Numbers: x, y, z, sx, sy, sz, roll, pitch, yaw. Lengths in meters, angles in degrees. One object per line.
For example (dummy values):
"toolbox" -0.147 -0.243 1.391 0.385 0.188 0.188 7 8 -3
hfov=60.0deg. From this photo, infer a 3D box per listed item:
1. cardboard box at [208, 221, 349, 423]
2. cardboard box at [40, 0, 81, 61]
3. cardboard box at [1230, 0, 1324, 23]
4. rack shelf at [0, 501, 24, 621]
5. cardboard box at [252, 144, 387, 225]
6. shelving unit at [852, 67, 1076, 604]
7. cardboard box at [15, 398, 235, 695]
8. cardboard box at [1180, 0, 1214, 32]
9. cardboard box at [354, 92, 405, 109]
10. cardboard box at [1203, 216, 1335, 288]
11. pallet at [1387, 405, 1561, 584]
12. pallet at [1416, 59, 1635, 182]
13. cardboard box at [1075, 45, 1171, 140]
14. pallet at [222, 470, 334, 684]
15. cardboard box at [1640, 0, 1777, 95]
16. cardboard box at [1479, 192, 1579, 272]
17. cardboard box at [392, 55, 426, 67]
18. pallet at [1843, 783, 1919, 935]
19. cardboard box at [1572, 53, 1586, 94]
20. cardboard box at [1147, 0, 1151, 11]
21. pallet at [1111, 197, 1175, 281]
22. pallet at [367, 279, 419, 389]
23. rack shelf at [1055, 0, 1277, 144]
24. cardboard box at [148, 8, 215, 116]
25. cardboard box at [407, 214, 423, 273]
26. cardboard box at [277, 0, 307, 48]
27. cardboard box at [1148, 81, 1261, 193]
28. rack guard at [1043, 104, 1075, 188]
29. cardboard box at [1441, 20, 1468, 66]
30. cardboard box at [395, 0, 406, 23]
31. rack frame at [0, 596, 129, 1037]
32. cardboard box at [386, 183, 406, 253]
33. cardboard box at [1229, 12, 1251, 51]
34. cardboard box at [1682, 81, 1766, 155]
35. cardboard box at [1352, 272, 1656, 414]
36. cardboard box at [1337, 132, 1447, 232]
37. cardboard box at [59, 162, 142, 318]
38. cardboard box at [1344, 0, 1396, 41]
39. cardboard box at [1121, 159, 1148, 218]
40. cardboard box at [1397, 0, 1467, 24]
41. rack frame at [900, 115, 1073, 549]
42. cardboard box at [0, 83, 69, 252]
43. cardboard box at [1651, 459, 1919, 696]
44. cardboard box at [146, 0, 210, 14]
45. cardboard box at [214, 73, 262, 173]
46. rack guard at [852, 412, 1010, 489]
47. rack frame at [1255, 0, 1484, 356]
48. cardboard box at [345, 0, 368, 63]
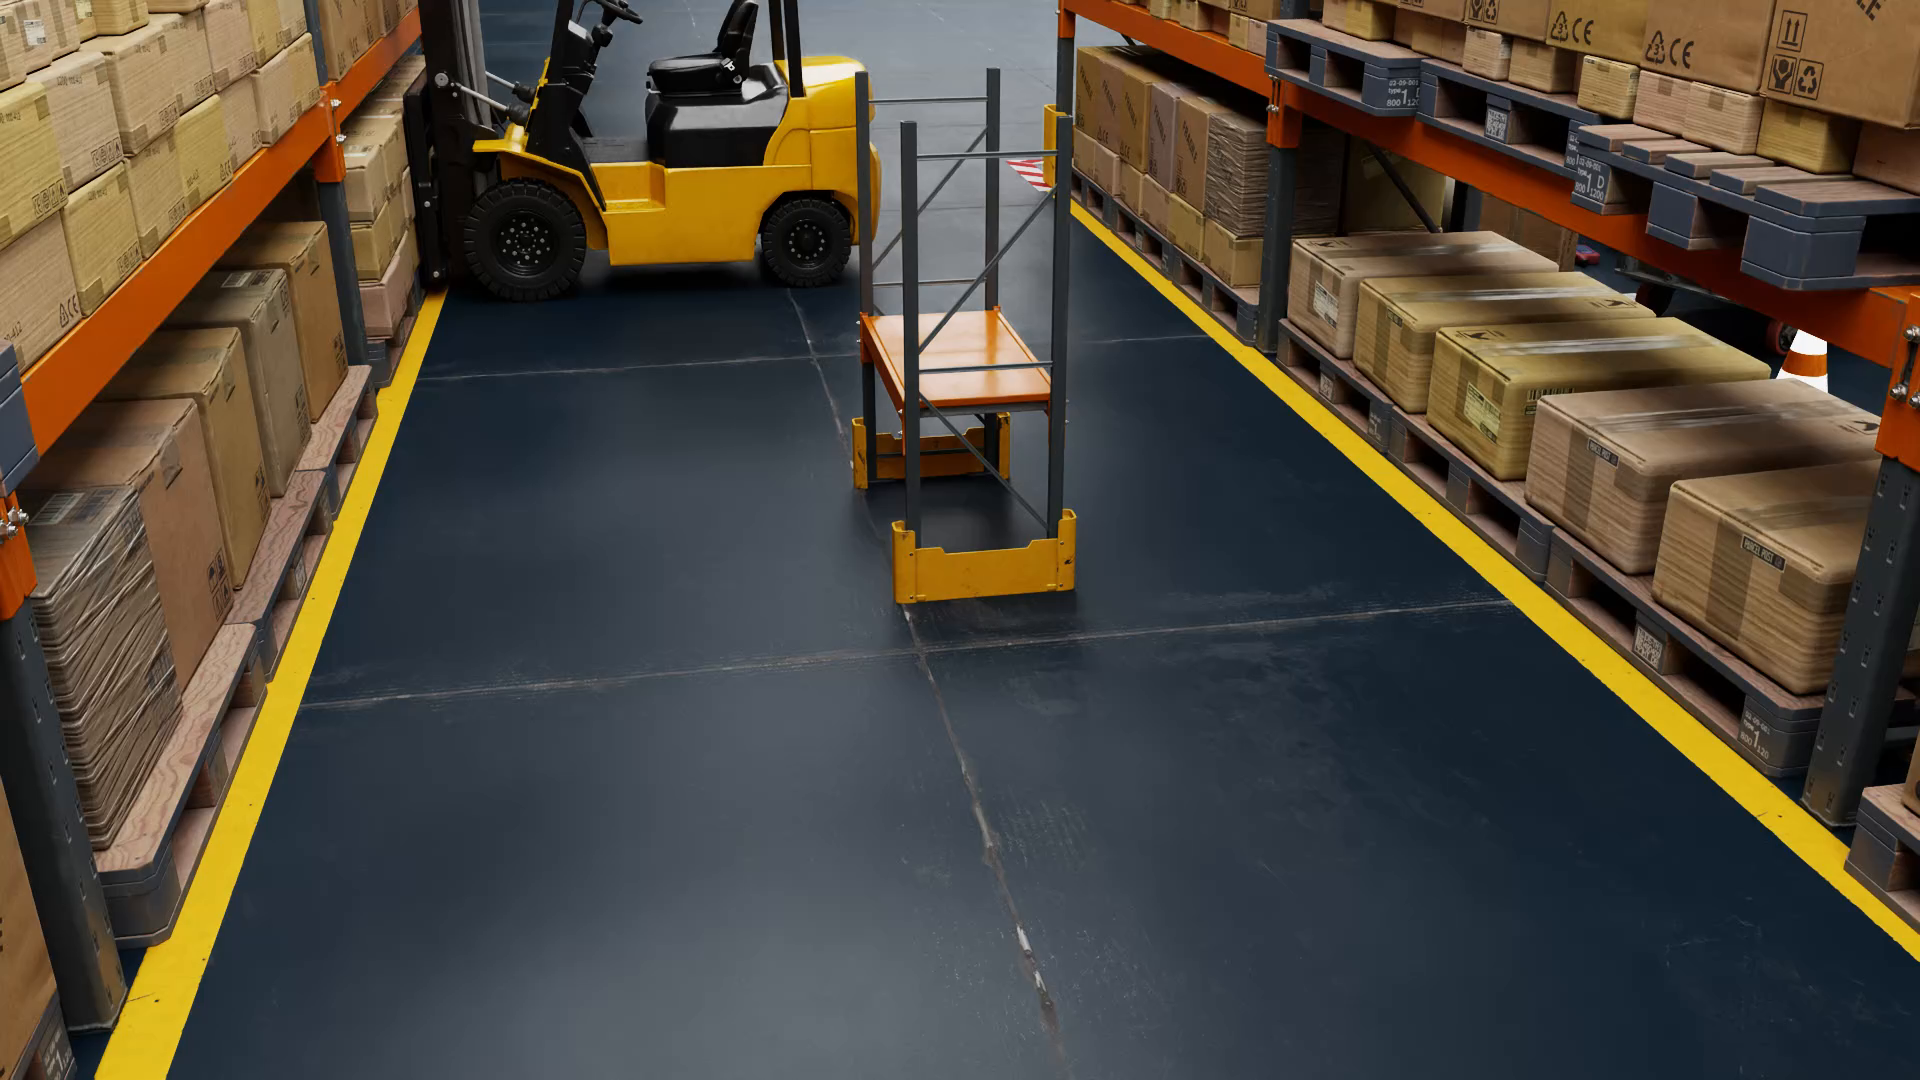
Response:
"cardboard box" -2.881 -0.821 6.325 0.875 0.625 0.625 -3 24 -7
"cardboard box" -2.202 -1.144 3.687 0.380 0.149 0.250 -4 24 -9
"cardboard box" 1.562 -2.629 7.524 0.500 0.500 0.500 -5 24 -11
"rack shelf" -1.879 0.768 1.142 1.077 0.370 4.000 -4 24 -10
"cardboard box" -2.770 -1.525 7.156 0.500 0.250 0.500 -5 24 -11
"shelving unit" -0.014 -0.717 5.518 0.587 1.500 1.083 -4 24 -10
"cardboard box" -2.479 0.045 4.341 0.875 0.625 0.625 -4 24 -8
"cardboard box" 1.339 -2.678 8.449 0.380 0.149 0.250 -5 24 -11
"cardboard box" -3.047 -2.129 8.539 0.500 0.250 0.500 -5 24 -11
"cardboard box" 1.515 -1.435 8.199 0.500 0.250 0.500 -3 24 -7
"pallet" 2.263 -0.225 6.002 1.003 0.211 1.213 -4 24 -10
"pallet" 2.222 -1.405 5.458 1.003 0.211 1.213 -4 24 -10
"cardboard box" 1.032 -2.793 10.370 0.500 0.500 0.500 -5 24 -12
"pallet" -2.585 0.124 5.202 1.003 0.211 1.213 -4 24 -10
"cardboard box" 2.165 -1.452 4.306 0.500 0.500 0.500 -5 24 -11
"cardboard box" 3.028 -1.668 8.941 0.500 0.500 0.500 13 27 27
"cardboard box" -3.337 -2.727 9.908 0.500 0.250 0.500 -4 24 -8
"pallet" 2.700 0.877 3.479 1.003 0.211 1.213 -4 24 -10
"cardboard box" 2.099 -1.417 5.035 0.380 0.149 0.250 -4 24 -9
"cardboard box" 1.249 -2.983 9.146 0.380 0.149 0.250 -5 24 -11
"pallet" 1.501 -1.755 9.504 1.003 0.211 1.213 -4 24 -10
"pallet" -3.094 -0.959 7.683 1.003 0.211 1.213 -4 24 -10
"rack shelf" 1.519 -2.747 9.191 1.077 0.370 4.000 -4 24 -10
"cardboard box" -2.381 -1.304 4.551 0.500 0.250 0.500 -4 24 -9
"cardboard box" -2.972 -1.468 8.274 0.500 0.250 0.500 -4 24 -9
"cardboard box" -2.646 -1.908 5.933 0.500 0.250 0.500 -5 24 -11
"cardboard box" 1.324 -2.180 8.967 0.500 0.500 0.500 -3 24 -7
"rack guard" 1.163 -2.688 11.280 1.175 0.500 0.348 -4 24 -10
"cardboard box" 1.896 -1.720 5.730 0.380 0.149 0.250 -4 24 -9
"cardboard box" -3.197 -2.960 8.655 0.500 0.500 0.500 -5 24 -11
"rack frame" -2.249 -0.348 2.799 1.000 3.000 0.127 -4 24 -10
"cardboard box" -2.870 -1.494 7.709 0.500 0.250 0.500 -4 24 -10
"cardboard box" 1.477 -2.377 7.758 0.380 0.149 0.250 -4 24 -9
"cardboard box" 2.125 -1.102 4.314 0.380 0.149 0.250 -5 24 -10
"cardboard box" 2.125 -0.790 6.569 0.950 0.372 0.625 -3 24 -6
"cardboard box" 2.045 -1.818 8.139 0.500 0.500 0.500 -3 24 -7
"cardboard box" -2.179 -0.670 3.724 0.500 0.250 0.500 -5 24 -11
"cardboard box" 1.718 -2.028 6.435 0.380 0.149 0.250 -4 24 -9
"cardboard box" 1.227 -2.043 9.591 0.500 0.250 0.500 -3 24 -6
"cardboard box" 1.865 -2.067 5.713 0.500 0.500 0.500 -4 24 -10
"rack frame" 0.078 -0.521 5.069 0.500 1.500 0.032 -4 24 -10
"cardboard box" -2.066 -0.703 3.174 0.500 0.250 0.500 -4 24 -10
"cardboard box" 2.534 0.072 4.596 0.950 0.372 0.625 -6 24 -13
"cardboard box" -2.317 -1.548 4.610 0.380 0.149 0.250 -5 24 -11
"cardboard box" -2.478 -1.279 5.118 0.500 0.250 0.500 -4 24 -9
"rack guard" -0.106 -0.340 6.217 0.587 0.250 0.087 -4 24 -10
"rack frame" 1.889 -2.290 7.246 1.000 3.000 0.127 -4 24 -10
"cardboard box" -2.927 -2.365 7.292 0.500 0.500 0.500 -4 24 -9
